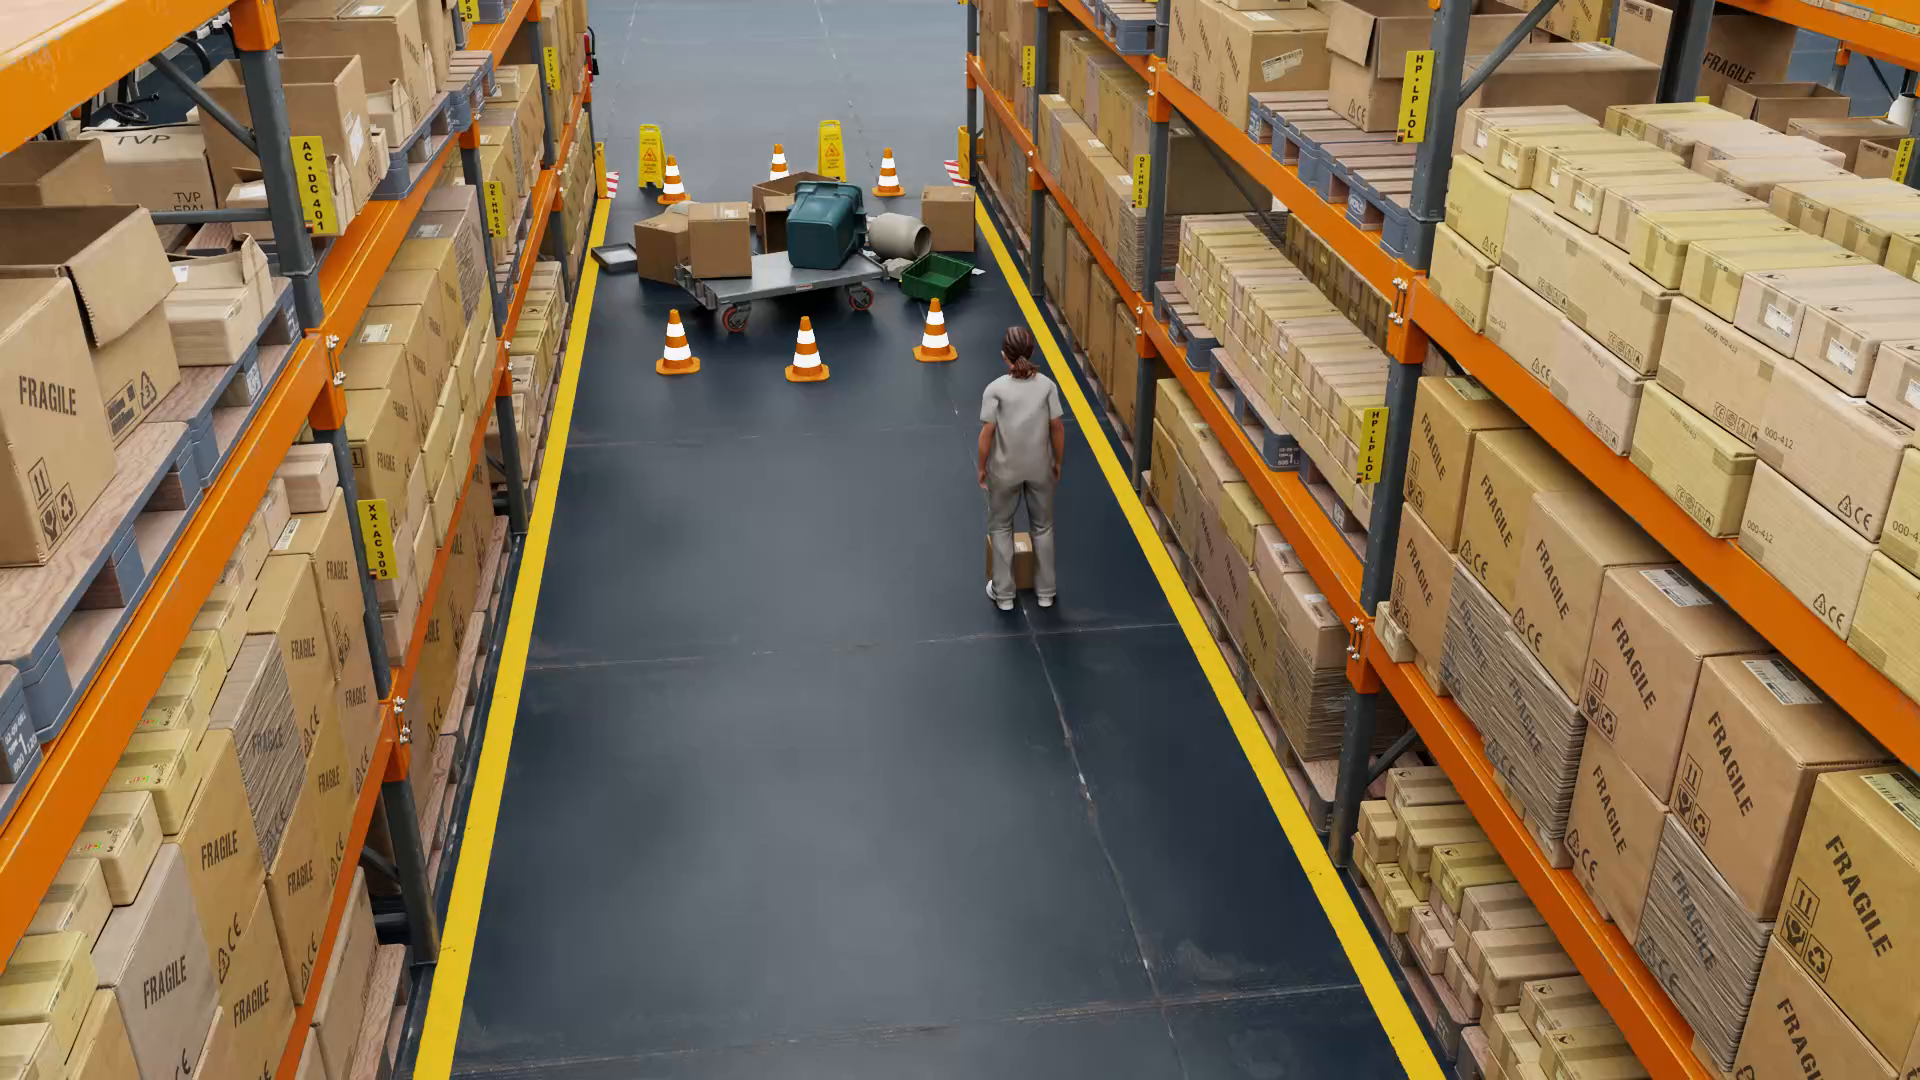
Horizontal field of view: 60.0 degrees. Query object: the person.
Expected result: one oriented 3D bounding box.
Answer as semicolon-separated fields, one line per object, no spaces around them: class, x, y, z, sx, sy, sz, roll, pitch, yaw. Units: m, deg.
person;0.344;-0.392;9.381;0.495;1.672;0.352;-4;27;-7
